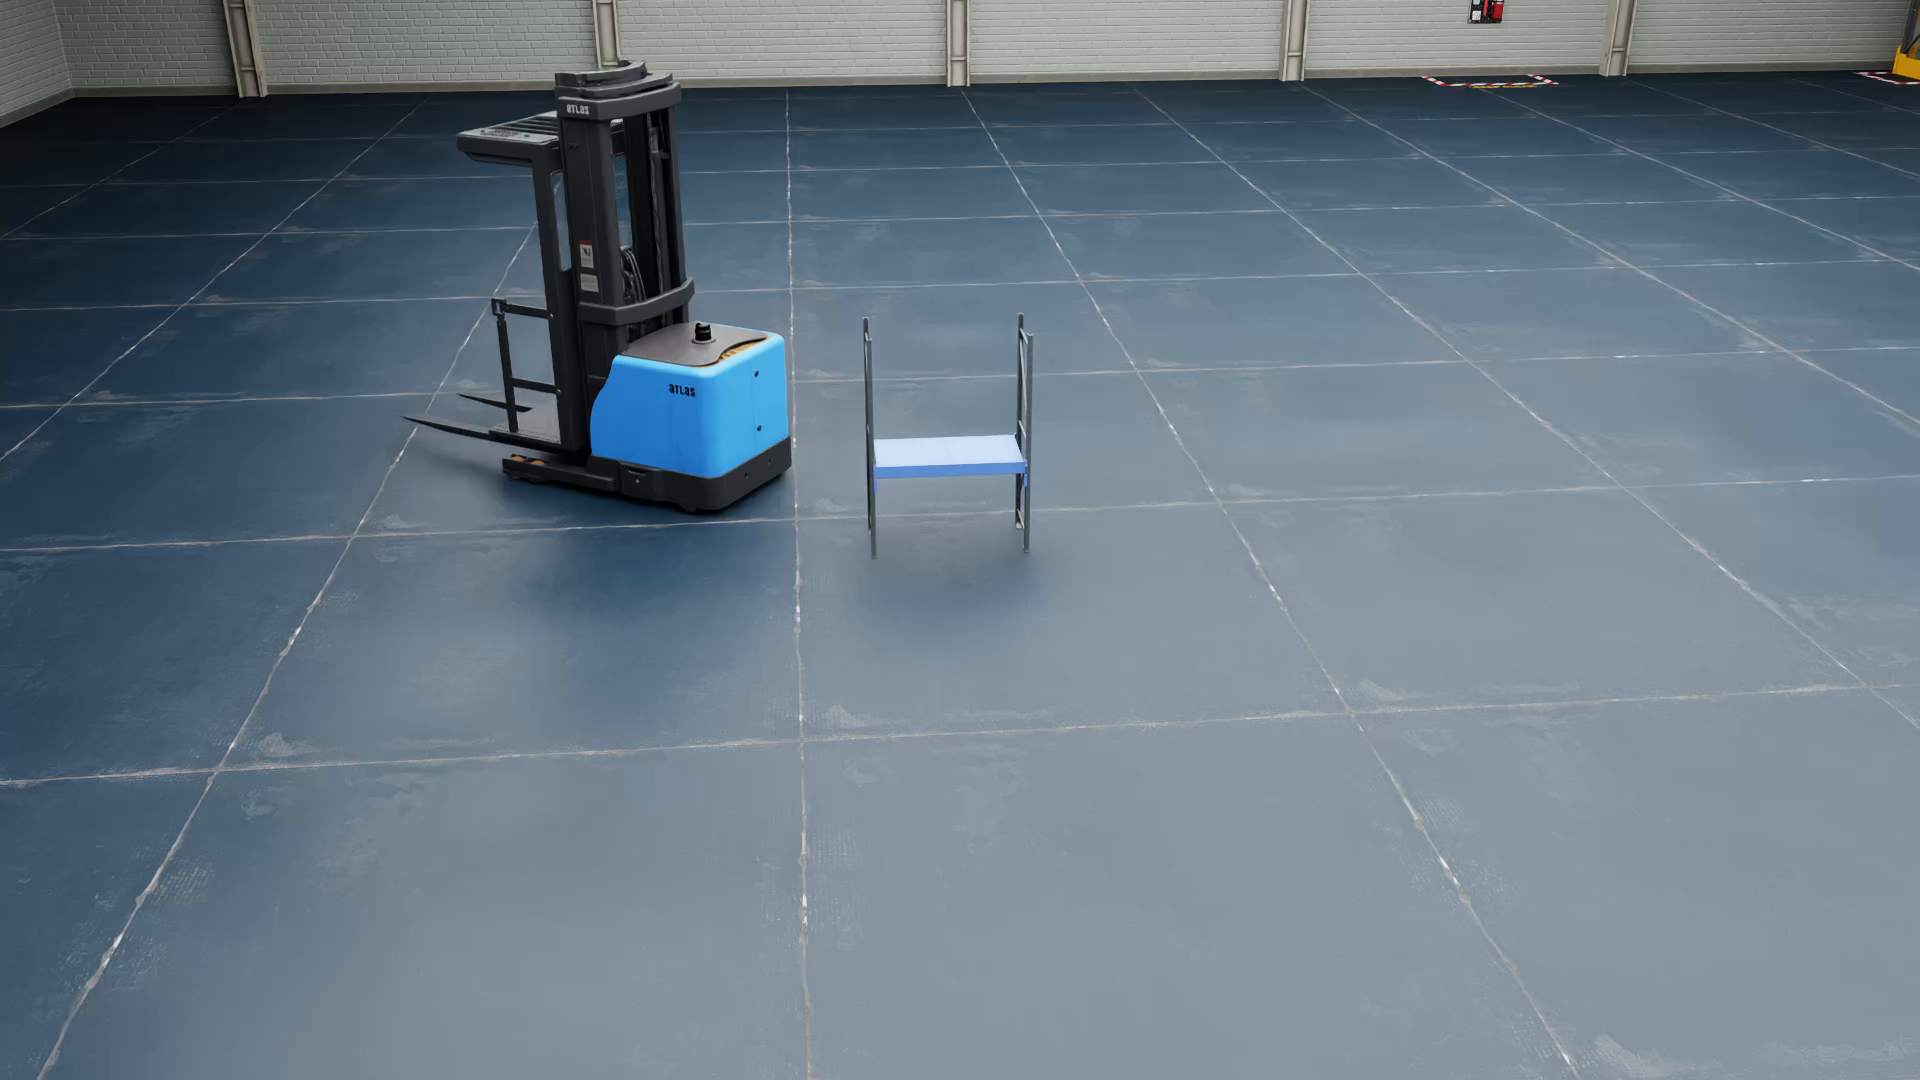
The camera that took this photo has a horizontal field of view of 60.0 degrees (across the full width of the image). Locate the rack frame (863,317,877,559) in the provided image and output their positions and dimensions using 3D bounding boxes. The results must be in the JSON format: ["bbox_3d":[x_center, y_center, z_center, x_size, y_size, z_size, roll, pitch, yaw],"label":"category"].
[{"bbox_3d":[-0.591,-0.662,10.892,0.032,1.500,0.500,-2,24,-5],"label":"rack frame"}]

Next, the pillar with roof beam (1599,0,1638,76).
[{"bbox_3d":[12.327,-10.868,24.622,0.400,9.000,9.100,-2,24,-5],"label":"pillar with roof beam"}]

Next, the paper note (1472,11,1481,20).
[{"bbox_3d":[9.258,-9.402,29.794,0.142,0.148,0.016,-2,24,-5],"label":"paper note"}]

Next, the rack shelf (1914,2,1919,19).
[{"bbox_3d":[19.253,-9.480,29.771,4.000,0.370,1.077,-2,24,-5],"label":"rack shelf"}]

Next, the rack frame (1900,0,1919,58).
[{"bbox_3d":[17.263,-9.729,29.445,0.127,3.000,1.000,-2,24,-5],"label":"rack frame"}]

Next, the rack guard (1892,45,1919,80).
[{"bbox_3d":[17.339,-8.590,29.959,0.348,0.500,1.175,-2,24,-5],"label":"rack guard"}]

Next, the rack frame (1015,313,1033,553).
[{"bbox_3d":[0.421,-0.702,10.983,0.032,1.500,0.500,-2,24,-5],"label":"rack frame"}]

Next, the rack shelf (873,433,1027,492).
[{"bbox_3d":[-0.085,-0.518,11.011,1.000,0.185,0.538,-2,24,-5],"label":"rack shelf"}]

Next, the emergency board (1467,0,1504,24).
[{"bbox_3d":[9.441,-9.784,29.568,0.643,1.169,0.194,-2,24,-5],"label":"emergency board"}]

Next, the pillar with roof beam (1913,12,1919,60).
[{"bbox_3d":[18.298,-11.108,25.161,0.400,9.000,9.100,-2,24,-5],"label":"pillar with roof beam"}]

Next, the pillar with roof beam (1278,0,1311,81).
[{"bbox_3d":[6.356,-10.629,24.083,0.400,9.000,9.100,-2,24,-5],"label":"pillar with roof beam"}]

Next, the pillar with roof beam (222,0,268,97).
[{"bbox_3d":[-11.557,-9.910,22.467,0.400,9.000,9.100,-2,24,-5],"label":"pillar with roof beam"}]

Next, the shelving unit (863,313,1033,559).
[{"bbox_3d":[-0.085,-0.682,10.938,1.048,1.500,0.538,-2,24,-5],"label":"shelving unit"}]

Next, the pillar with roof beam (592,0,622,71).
[{"bbox_3d":[-5.586,-10.150,23.006,0.400,9.000,9.100,-2,24,-5],"label":"pillar with roof beam"}]

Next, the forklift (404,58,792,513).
[{"bbox_3d":[-2.798,-1.932,11.988,3.031,2.935,1.130,12,26,24],"label":"forklift"}]

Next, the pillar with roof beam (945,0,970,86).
[{"bbox_3d":[0.385,-10.389,23.544,0.400,9.000,9.100,-2,24,-5],"label":"pillar with roof beam"}]
